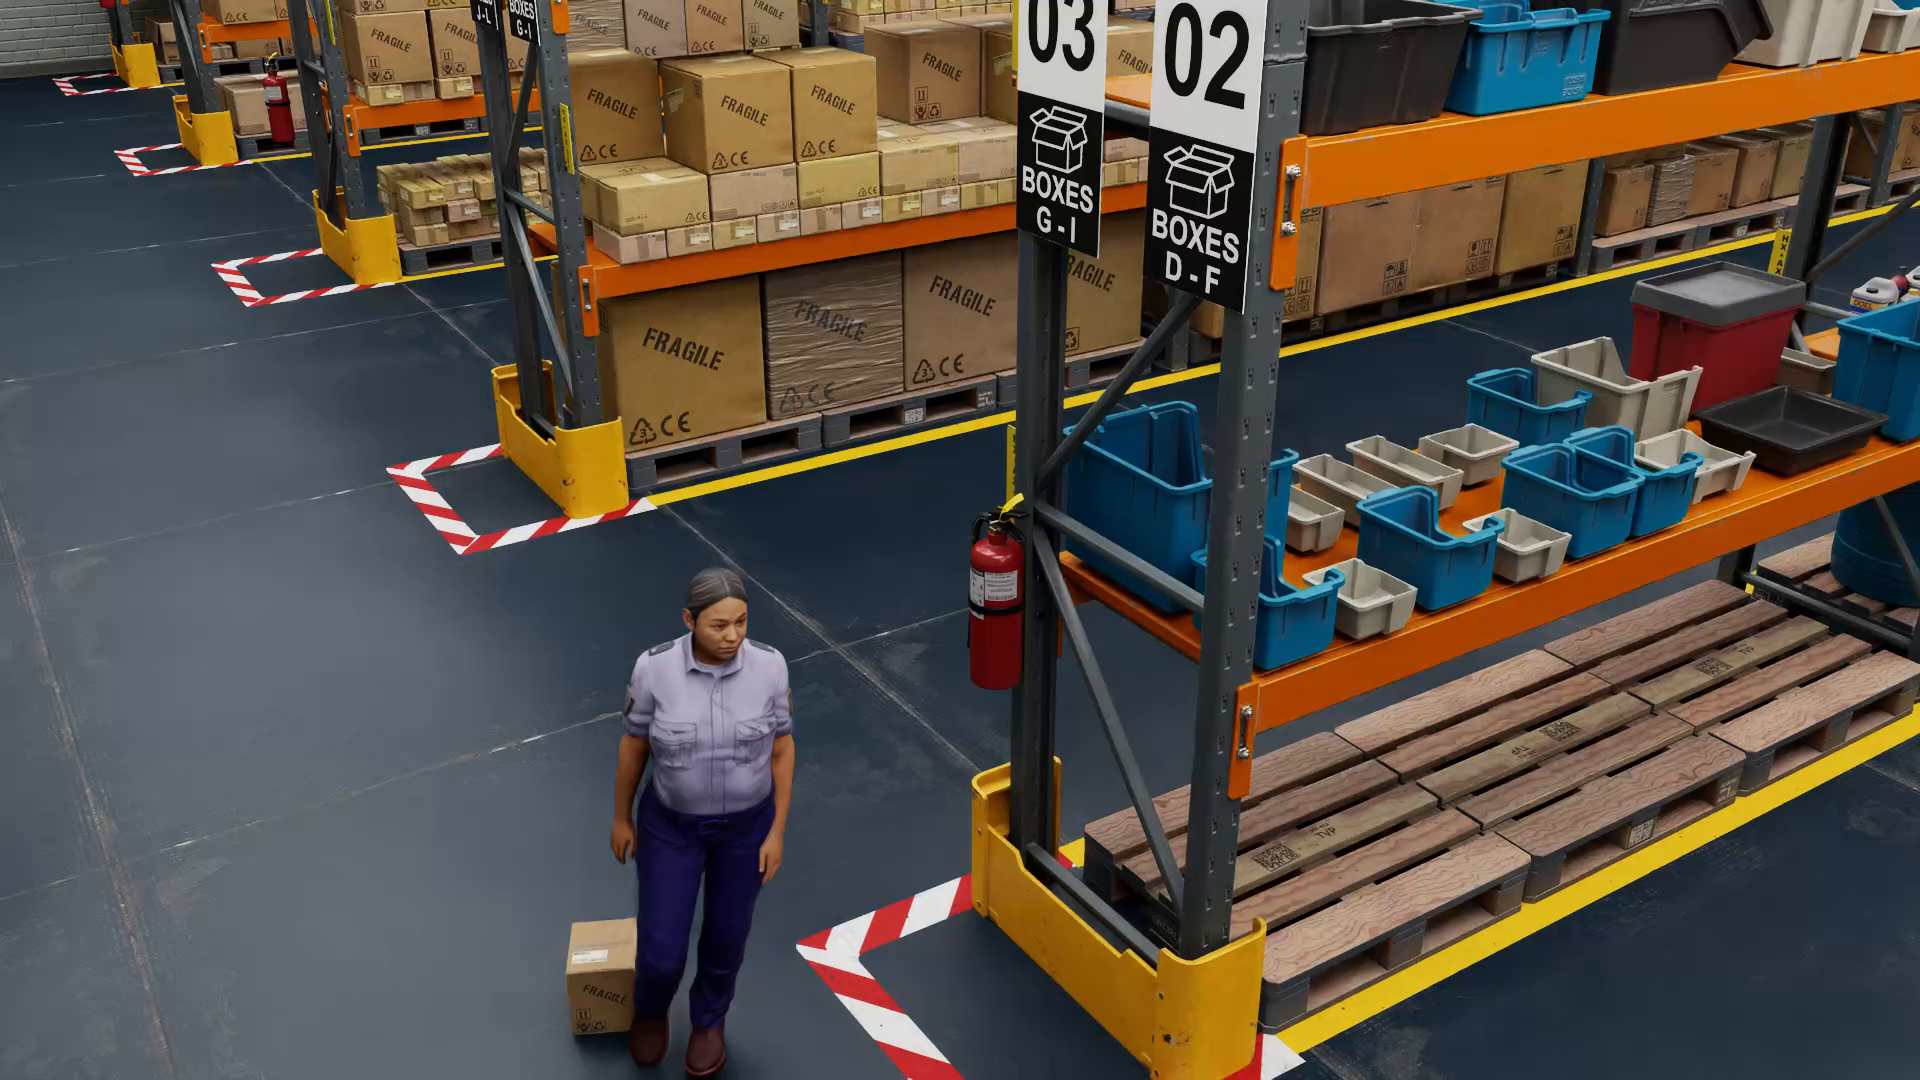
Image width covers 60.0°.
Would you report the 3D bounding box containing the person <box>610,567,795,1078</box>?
[{"bbox_3d":[-0.734,0.861,4.790,0.556,1.656,0.442,-5,26,-11],"label":"person"}]
